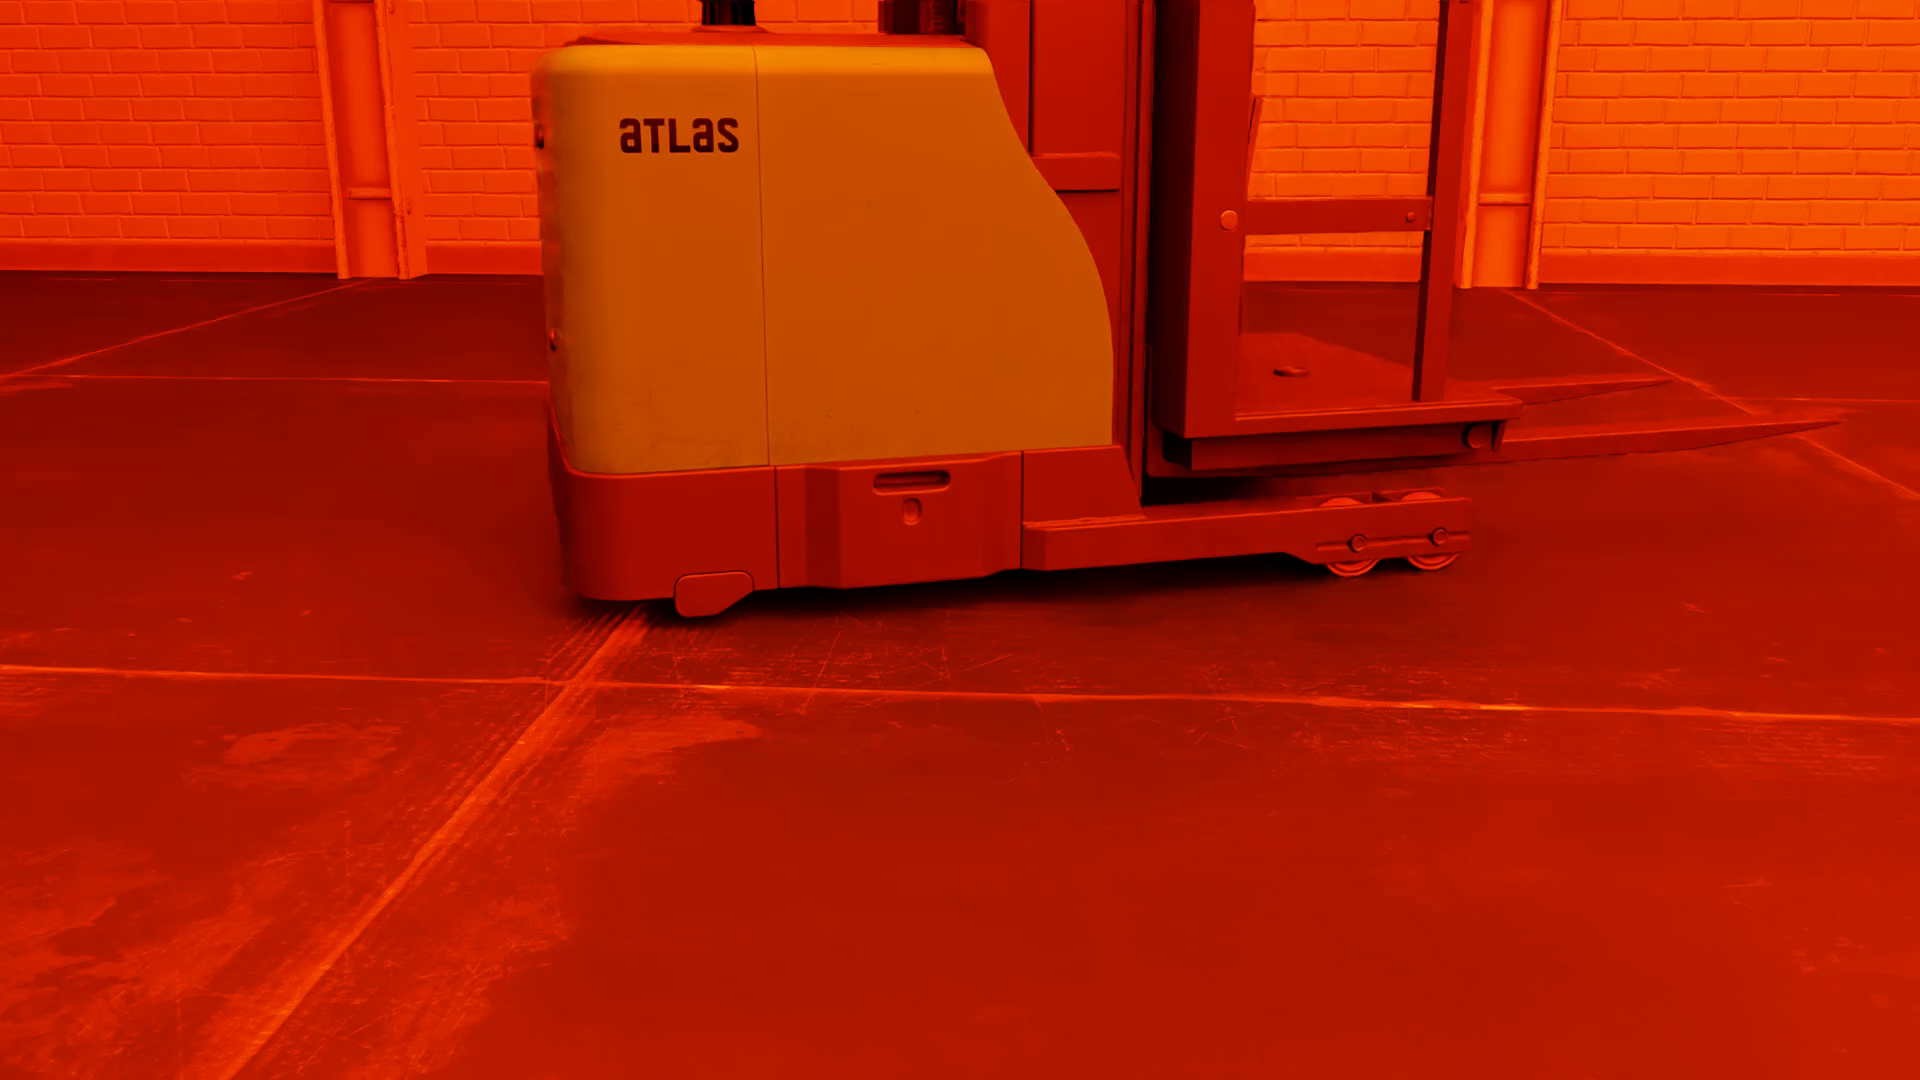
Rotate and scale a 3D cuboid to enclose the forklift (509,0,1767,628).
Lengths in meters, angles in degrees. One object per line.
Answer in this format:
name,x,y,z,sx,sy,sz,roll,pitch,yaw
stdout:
forklift,0.570,-1.485,3.690,3.031,2.935,1.130,-7,17,-23
